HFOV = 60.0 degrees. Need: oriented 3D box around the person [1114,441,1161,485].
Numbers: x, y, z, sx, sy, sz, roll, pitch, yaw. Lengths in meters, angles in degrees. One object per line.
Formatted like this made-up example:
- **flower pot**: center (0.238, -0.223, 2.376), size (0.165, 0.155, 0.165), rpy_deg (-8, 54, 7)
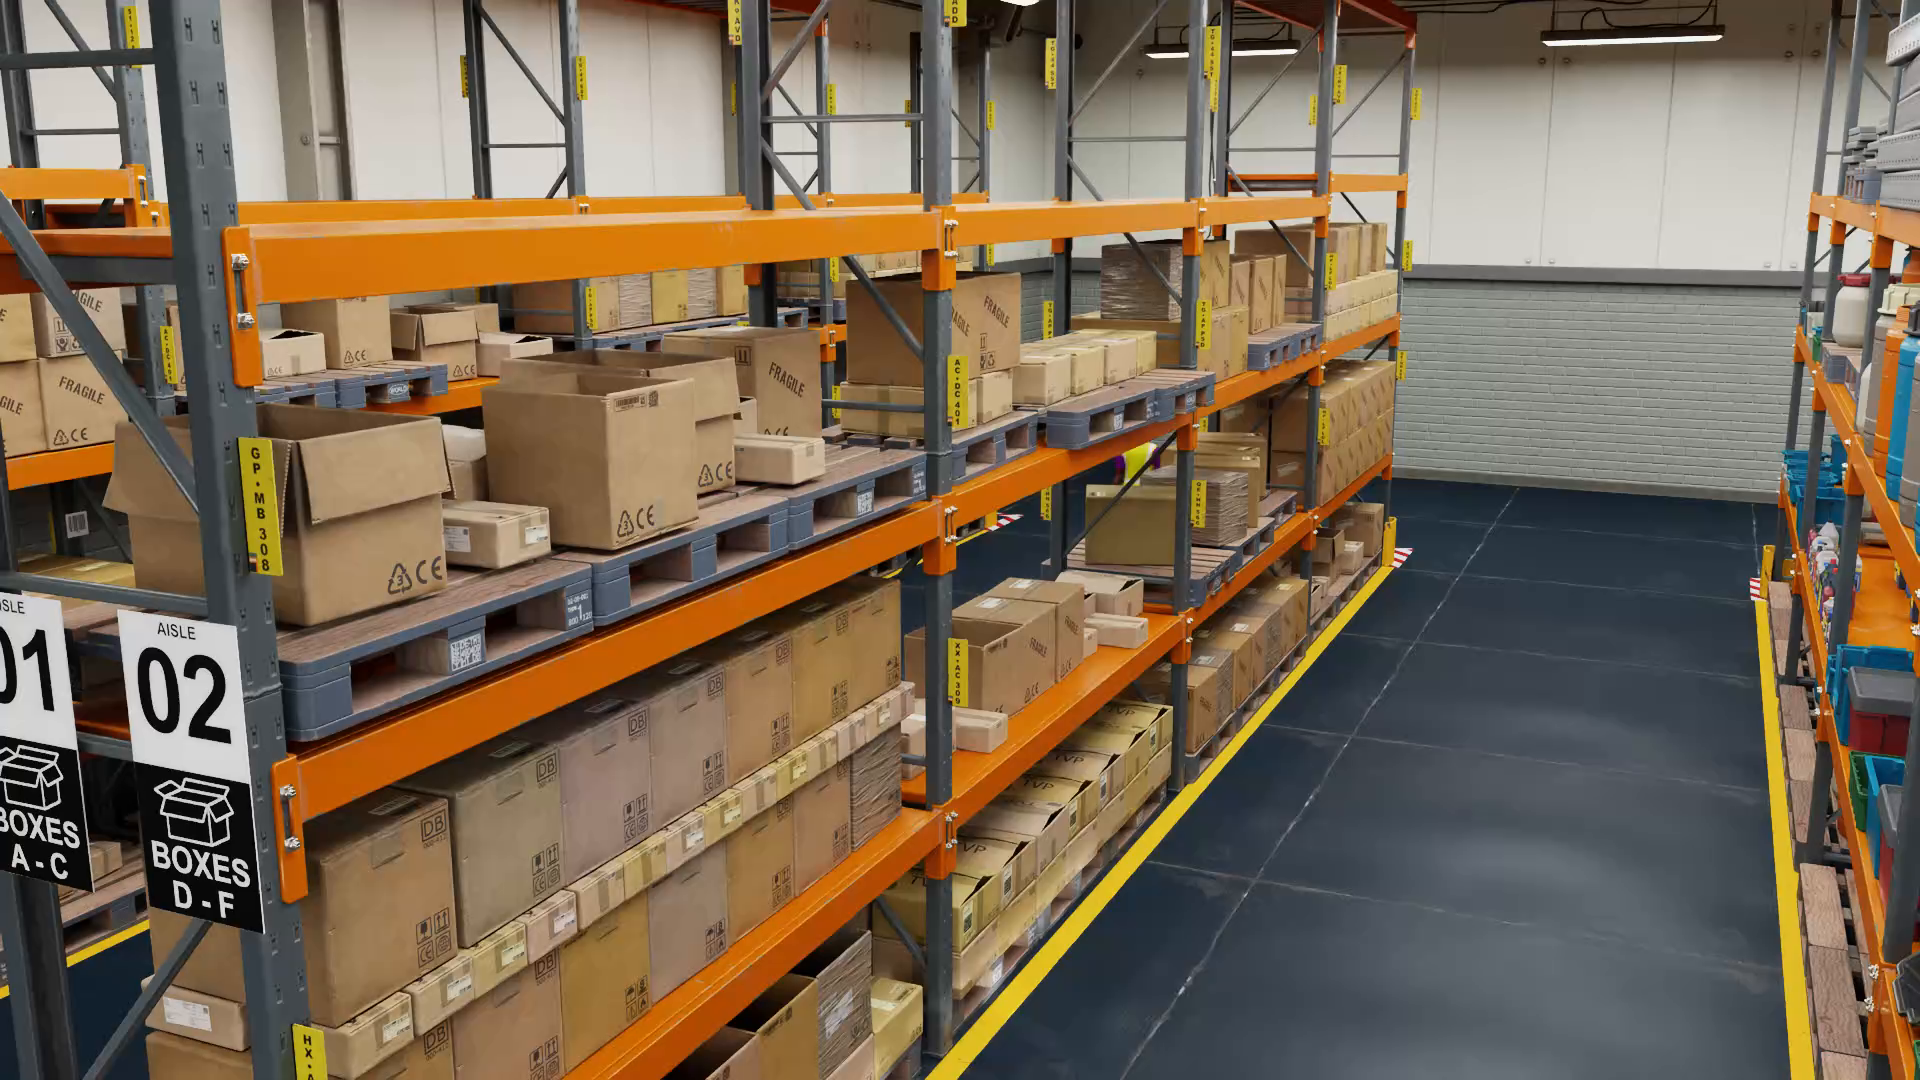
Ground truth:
- **person**: center (2.045, -0.497, 18.204), size (0.611, 1.765, 0.861), rpy_deg (9, 15, 36)
